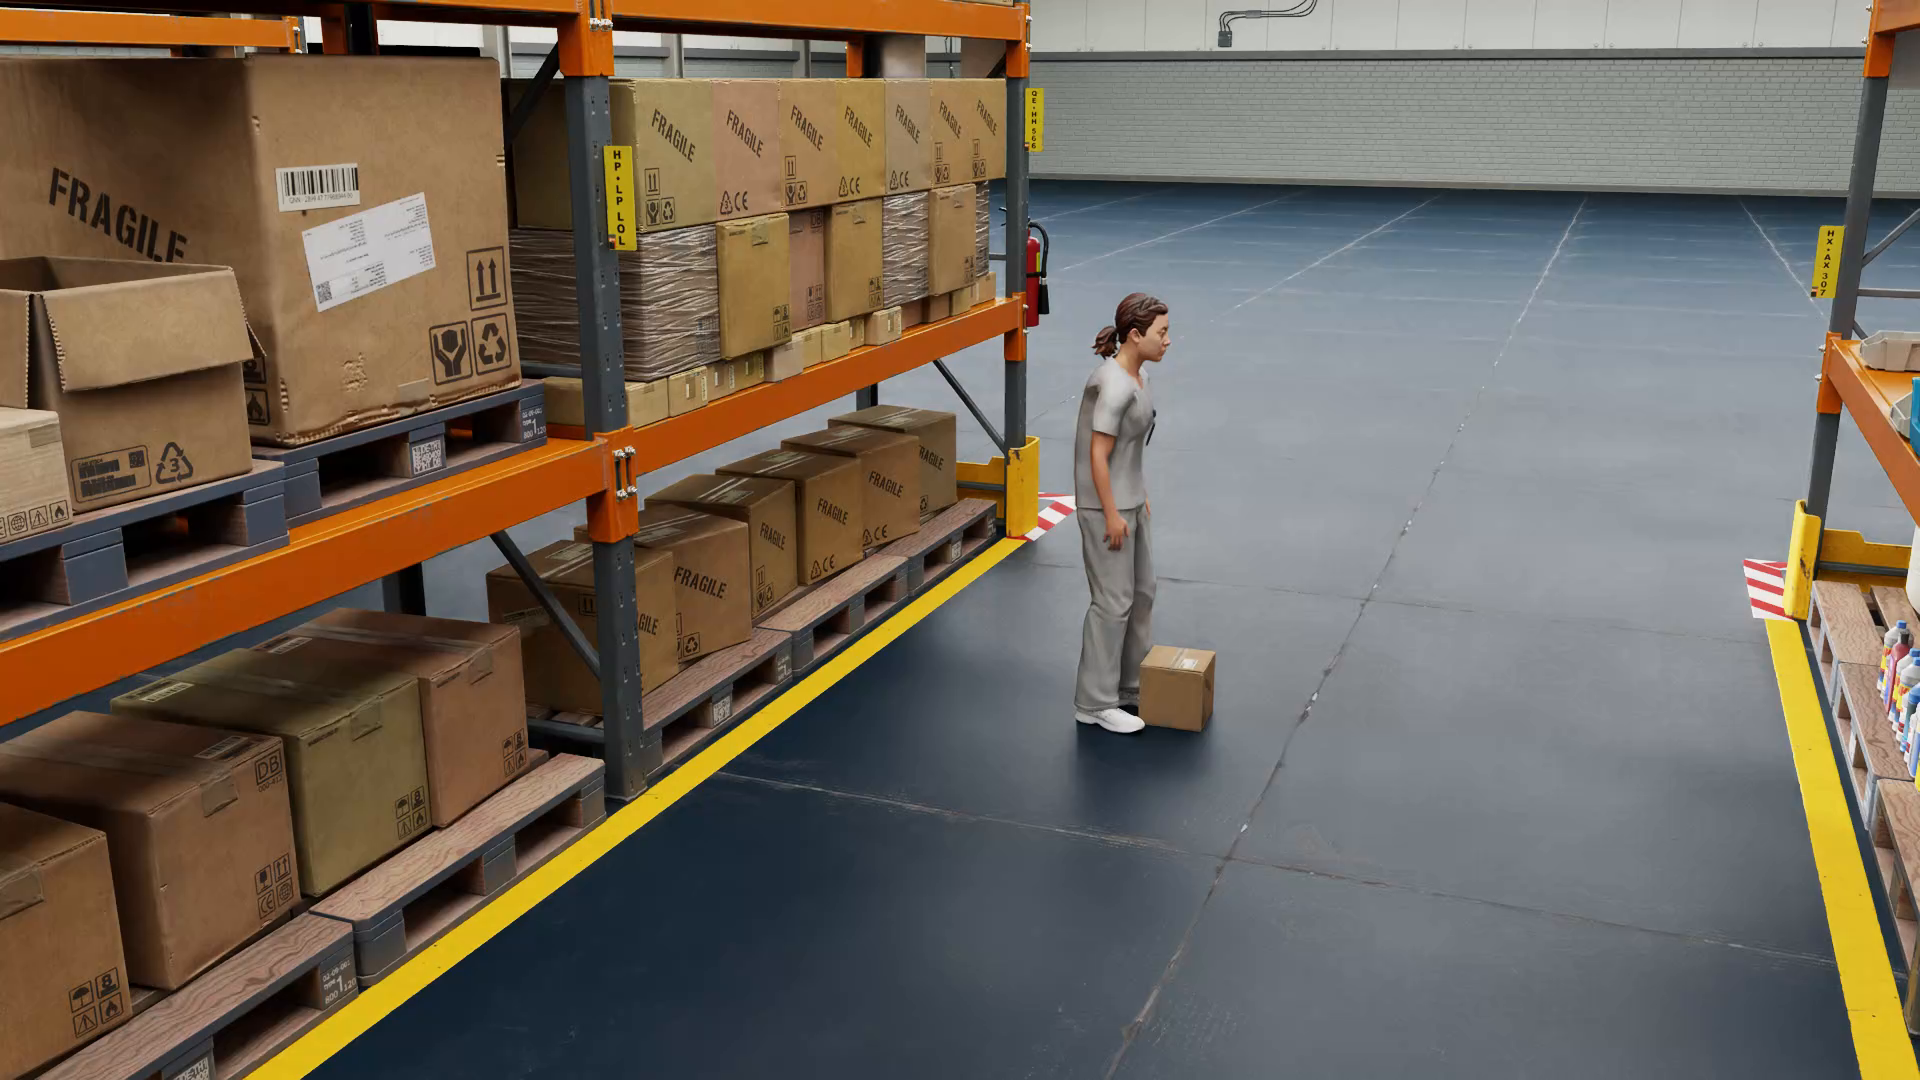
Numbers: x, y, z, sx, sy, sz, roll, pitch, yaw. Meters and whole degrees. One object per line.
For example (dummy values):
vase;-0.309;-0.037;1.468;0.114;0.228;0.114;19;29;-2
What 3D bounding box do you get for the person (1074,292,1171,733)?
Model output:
person;0.650;-0.120;6.459;0.405;1.672;0.499;6;16;20
